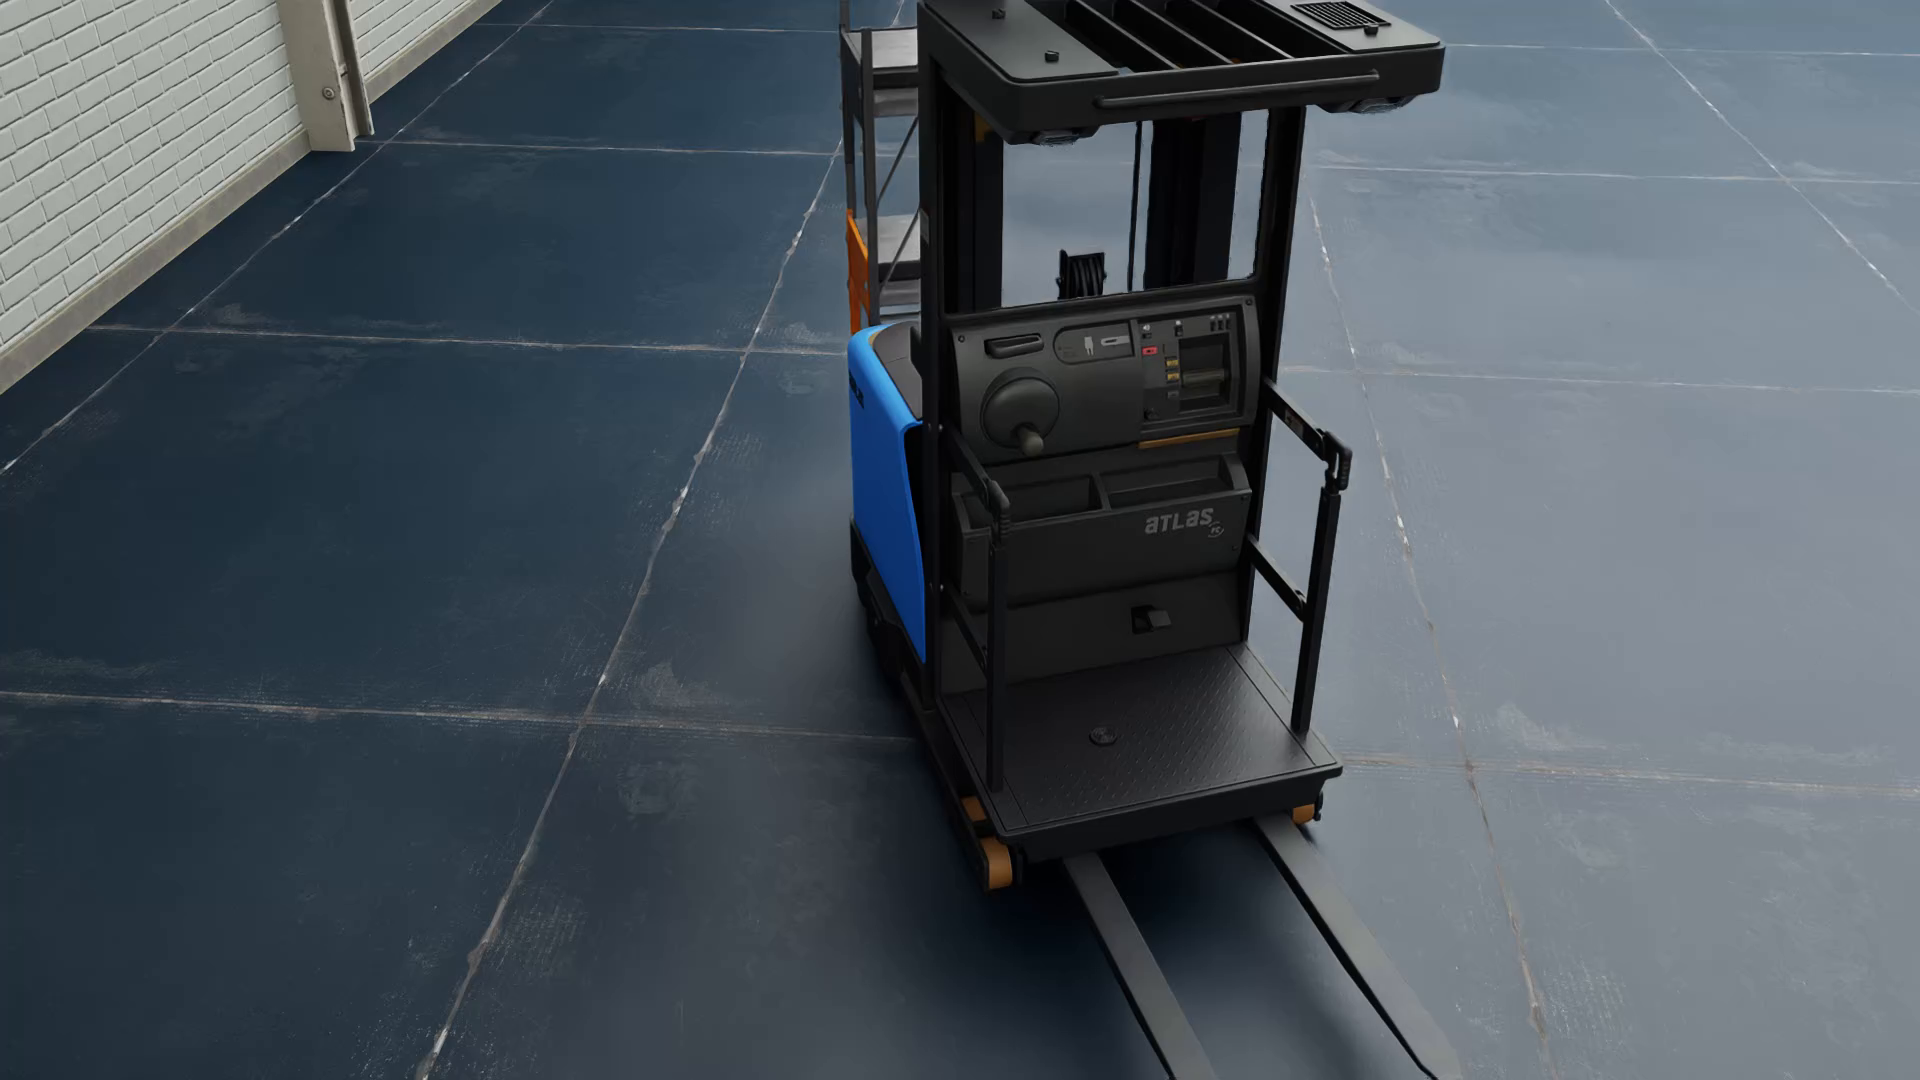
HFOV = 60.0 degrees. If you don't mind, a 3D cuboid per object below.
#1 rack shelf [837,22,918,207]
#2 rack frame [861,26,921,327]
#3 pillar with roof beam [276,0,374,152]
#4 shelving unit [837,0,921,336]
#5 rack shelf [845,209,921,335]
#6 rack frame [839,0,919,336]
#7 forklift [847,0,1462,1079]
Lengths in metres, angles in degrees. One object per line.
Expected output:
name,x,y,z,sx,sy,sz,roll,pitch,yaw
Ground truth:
rack shelf,-0.182,-1.532,5.926,0.431,0.518,0.480,-6,32,-10
rack frame,-0.131,-0.822,6.083,0.400,2.100,0.015,-6,32,-10
pillar with roof beam,0.177,-6.298,8.392,9.100,9.000,0.400,2,32,4
shelving unit,-0.182,-0.947,6.286,0.431,2.100,0.503,-6,32,-10
rack shelf,-0.182,-0.936,6.293,0.431,0.518,0.480,-6,32,-10
rack frame,-0.233,-1.073,6.489,0.400,2.100,0.015,-6,32,-10
forklift,0.497,-0.424,4.644,1.130,2.935,3.031,-9,33,-14
